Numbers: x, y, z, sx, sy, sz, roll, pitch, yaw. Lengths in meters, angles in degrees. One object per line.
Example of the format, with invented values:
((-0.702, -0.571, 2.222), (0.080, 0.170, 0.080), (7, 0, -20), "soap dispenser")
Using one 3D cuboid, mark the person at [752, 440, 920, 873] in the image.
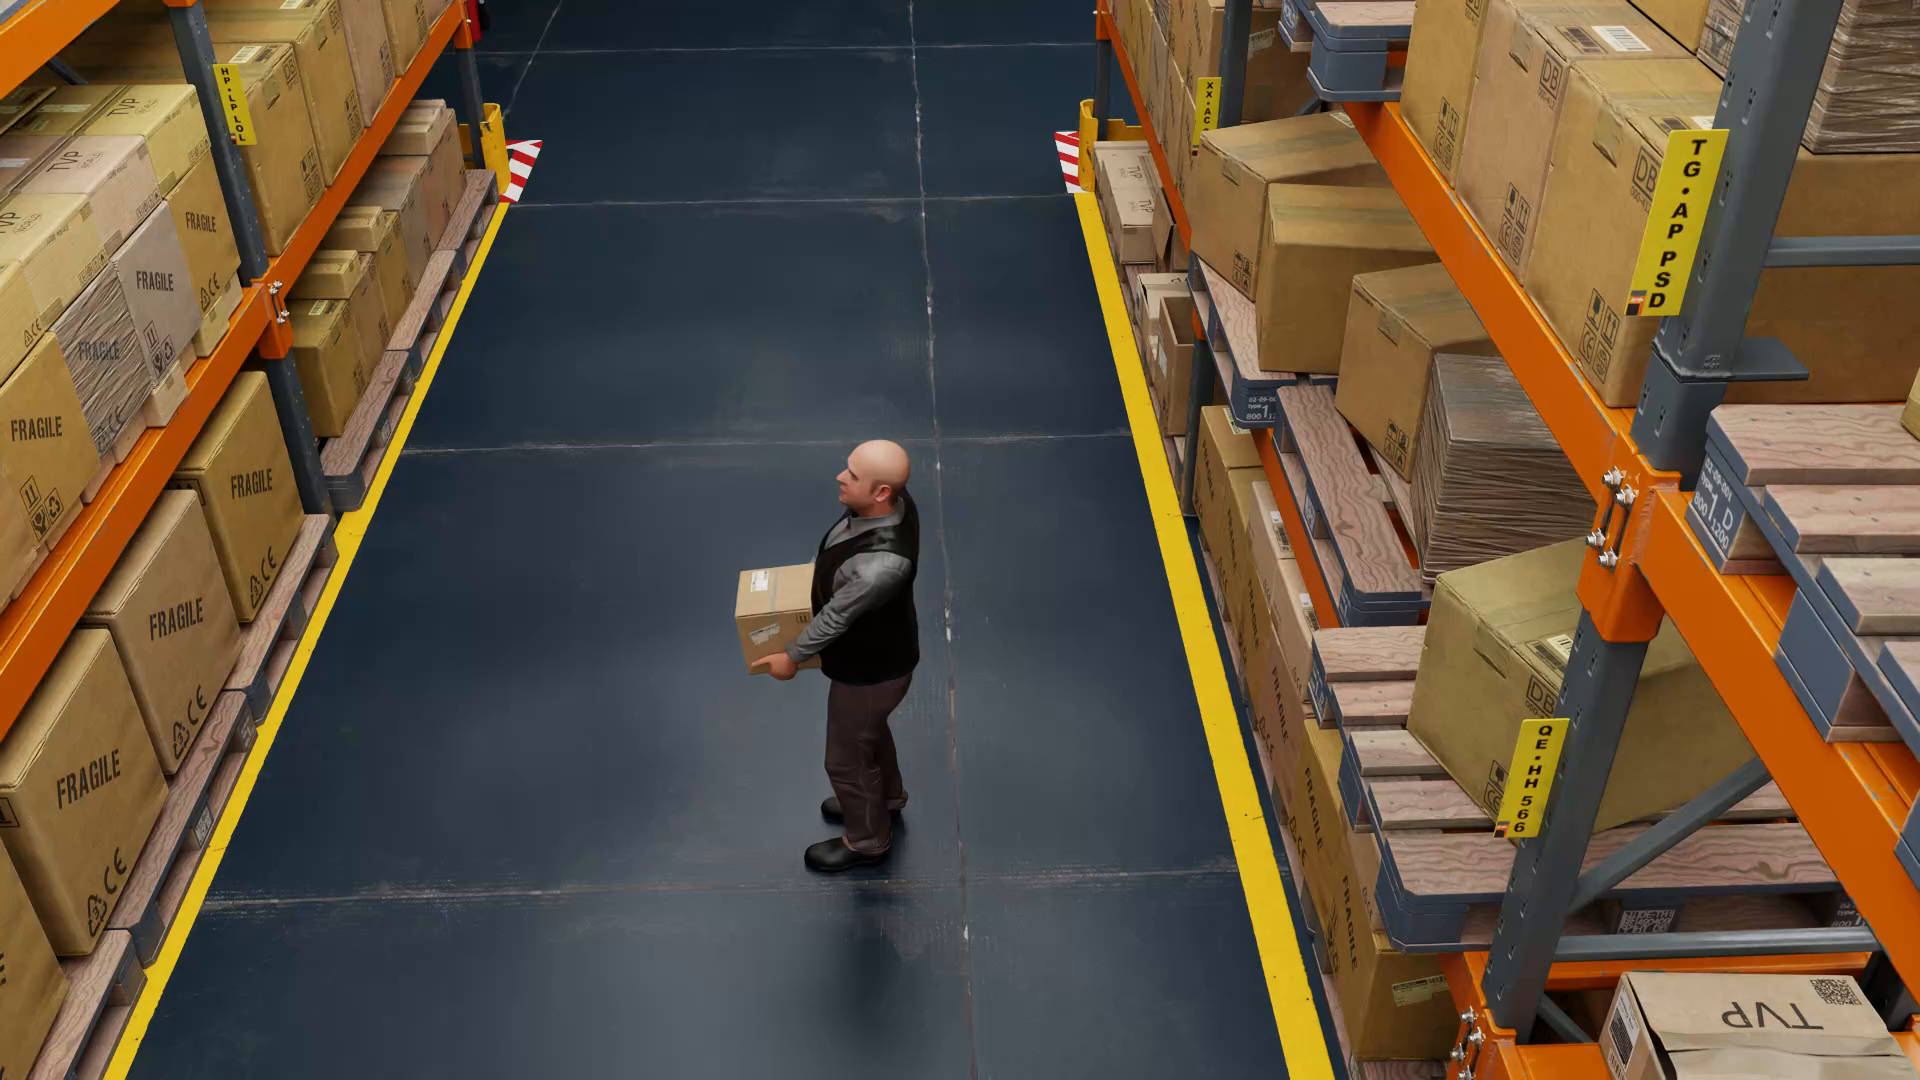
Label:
((-0.408, 0.404, 5.598), (0.560, 1.711, 0.494), (-1, 35, -2), "person")
